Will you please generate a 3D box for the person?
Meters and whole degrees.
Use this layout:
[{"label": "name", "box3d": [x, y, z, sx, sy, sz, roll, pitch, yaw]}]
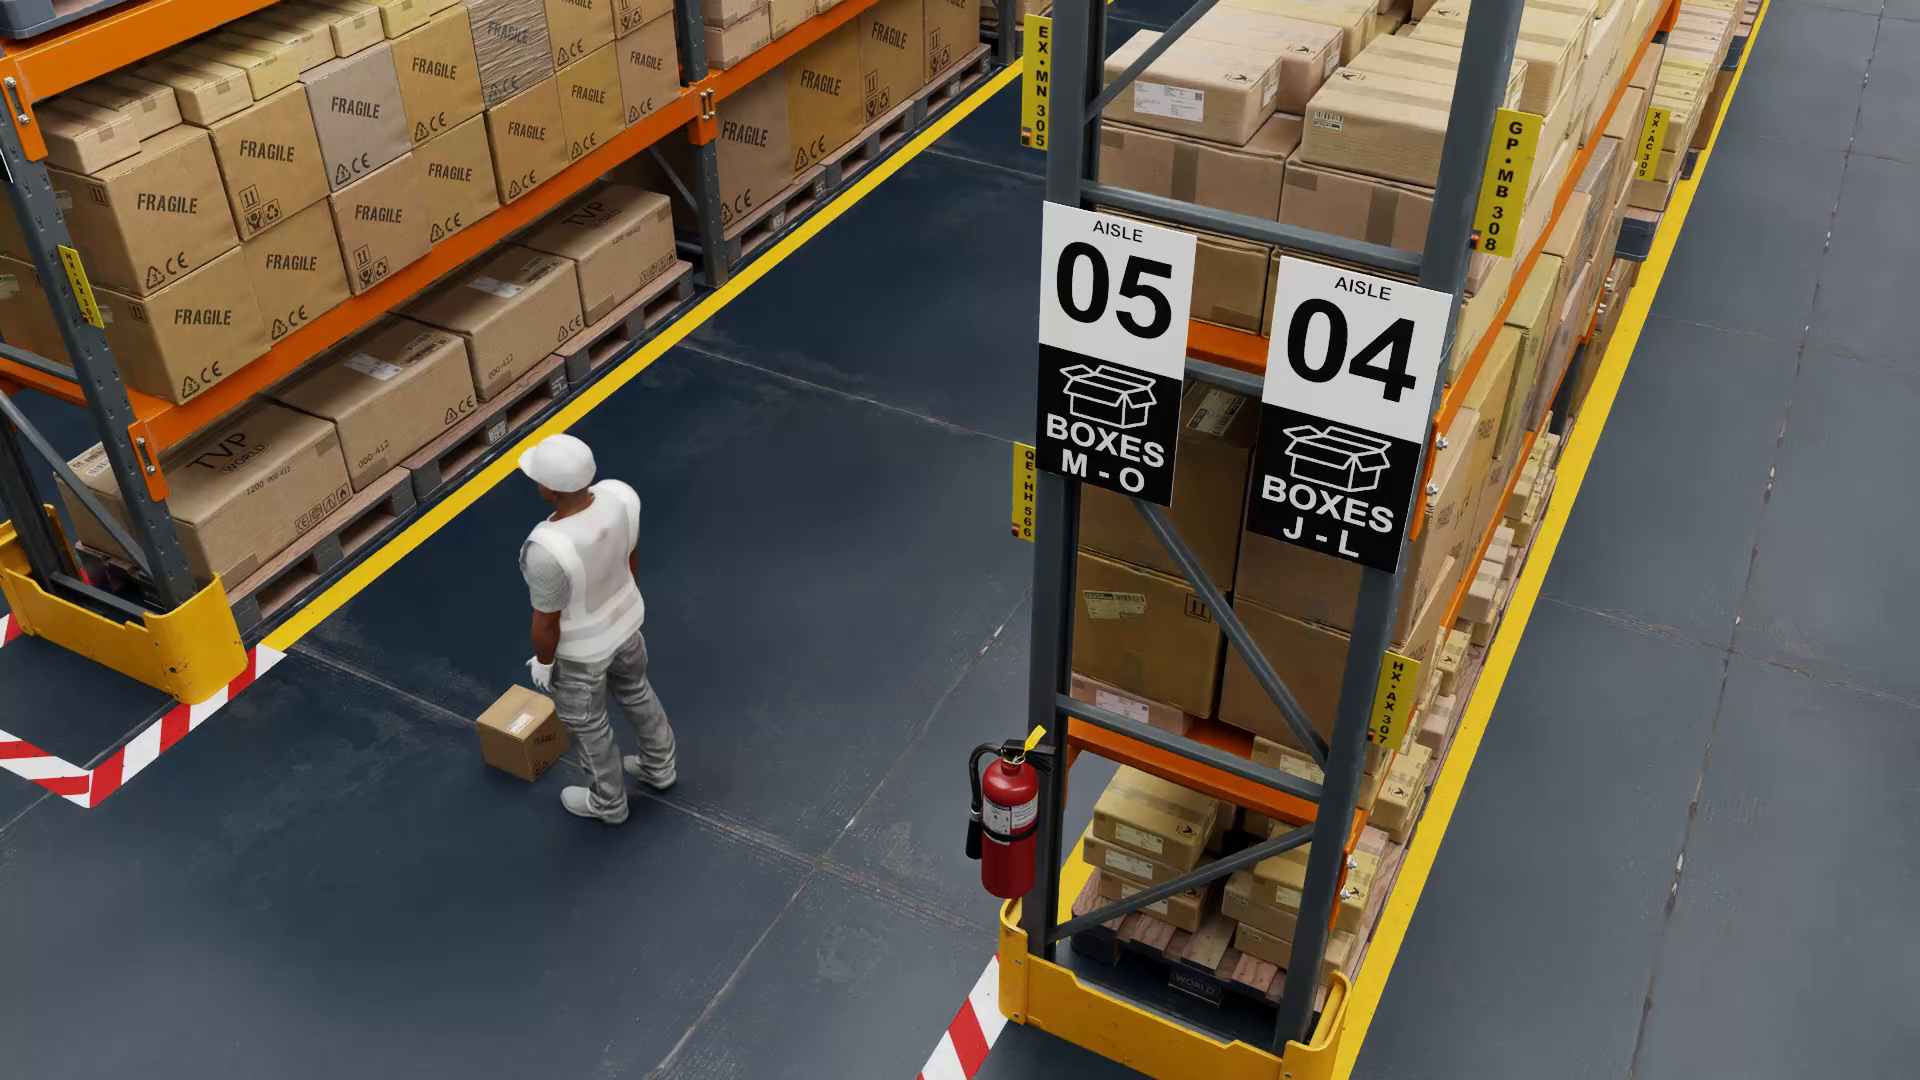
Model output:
[{"label": "person", "box3d": [-1.409, 0.360, 6.292, 0.373, 1.822, 0.550, 18, 41, 22]}]
